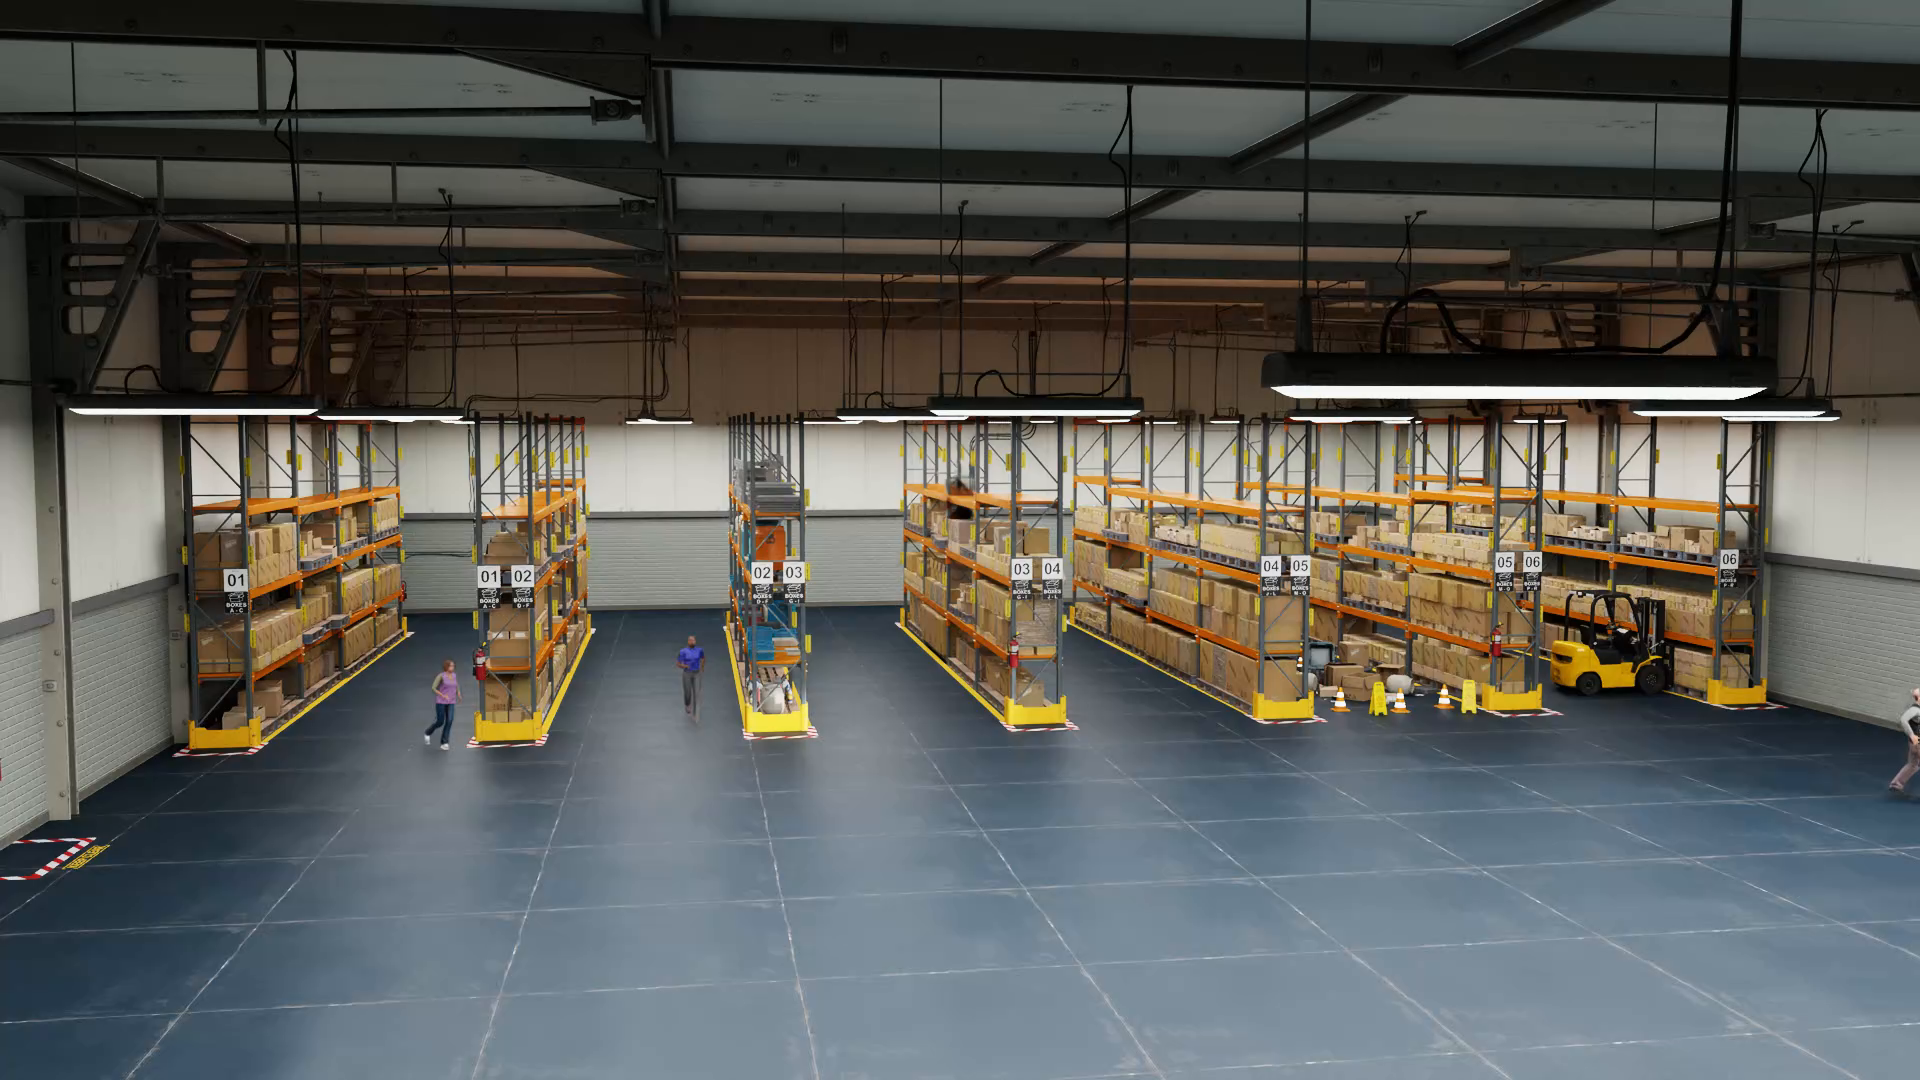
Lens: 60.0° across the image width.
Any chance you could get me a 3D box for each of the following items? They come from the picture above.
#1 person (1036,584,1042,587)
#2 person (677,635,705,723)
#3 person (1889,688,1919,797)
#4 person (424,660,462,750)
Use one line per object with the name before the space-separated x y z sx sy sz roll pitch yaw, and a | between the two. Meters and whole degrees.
person | 2.017 1.626 48.152 0.819 1.734 0.673 0 4 -4
person | -5.230 2.684 32.428 0.579 1.641 0.923 -1 4 -15
person | 14.590 3.146 25.288 0.774 1.785 0.630 2 5 31
person | -9.165 2.919 29.680 0.736 1.566 0.605 3 5 38
